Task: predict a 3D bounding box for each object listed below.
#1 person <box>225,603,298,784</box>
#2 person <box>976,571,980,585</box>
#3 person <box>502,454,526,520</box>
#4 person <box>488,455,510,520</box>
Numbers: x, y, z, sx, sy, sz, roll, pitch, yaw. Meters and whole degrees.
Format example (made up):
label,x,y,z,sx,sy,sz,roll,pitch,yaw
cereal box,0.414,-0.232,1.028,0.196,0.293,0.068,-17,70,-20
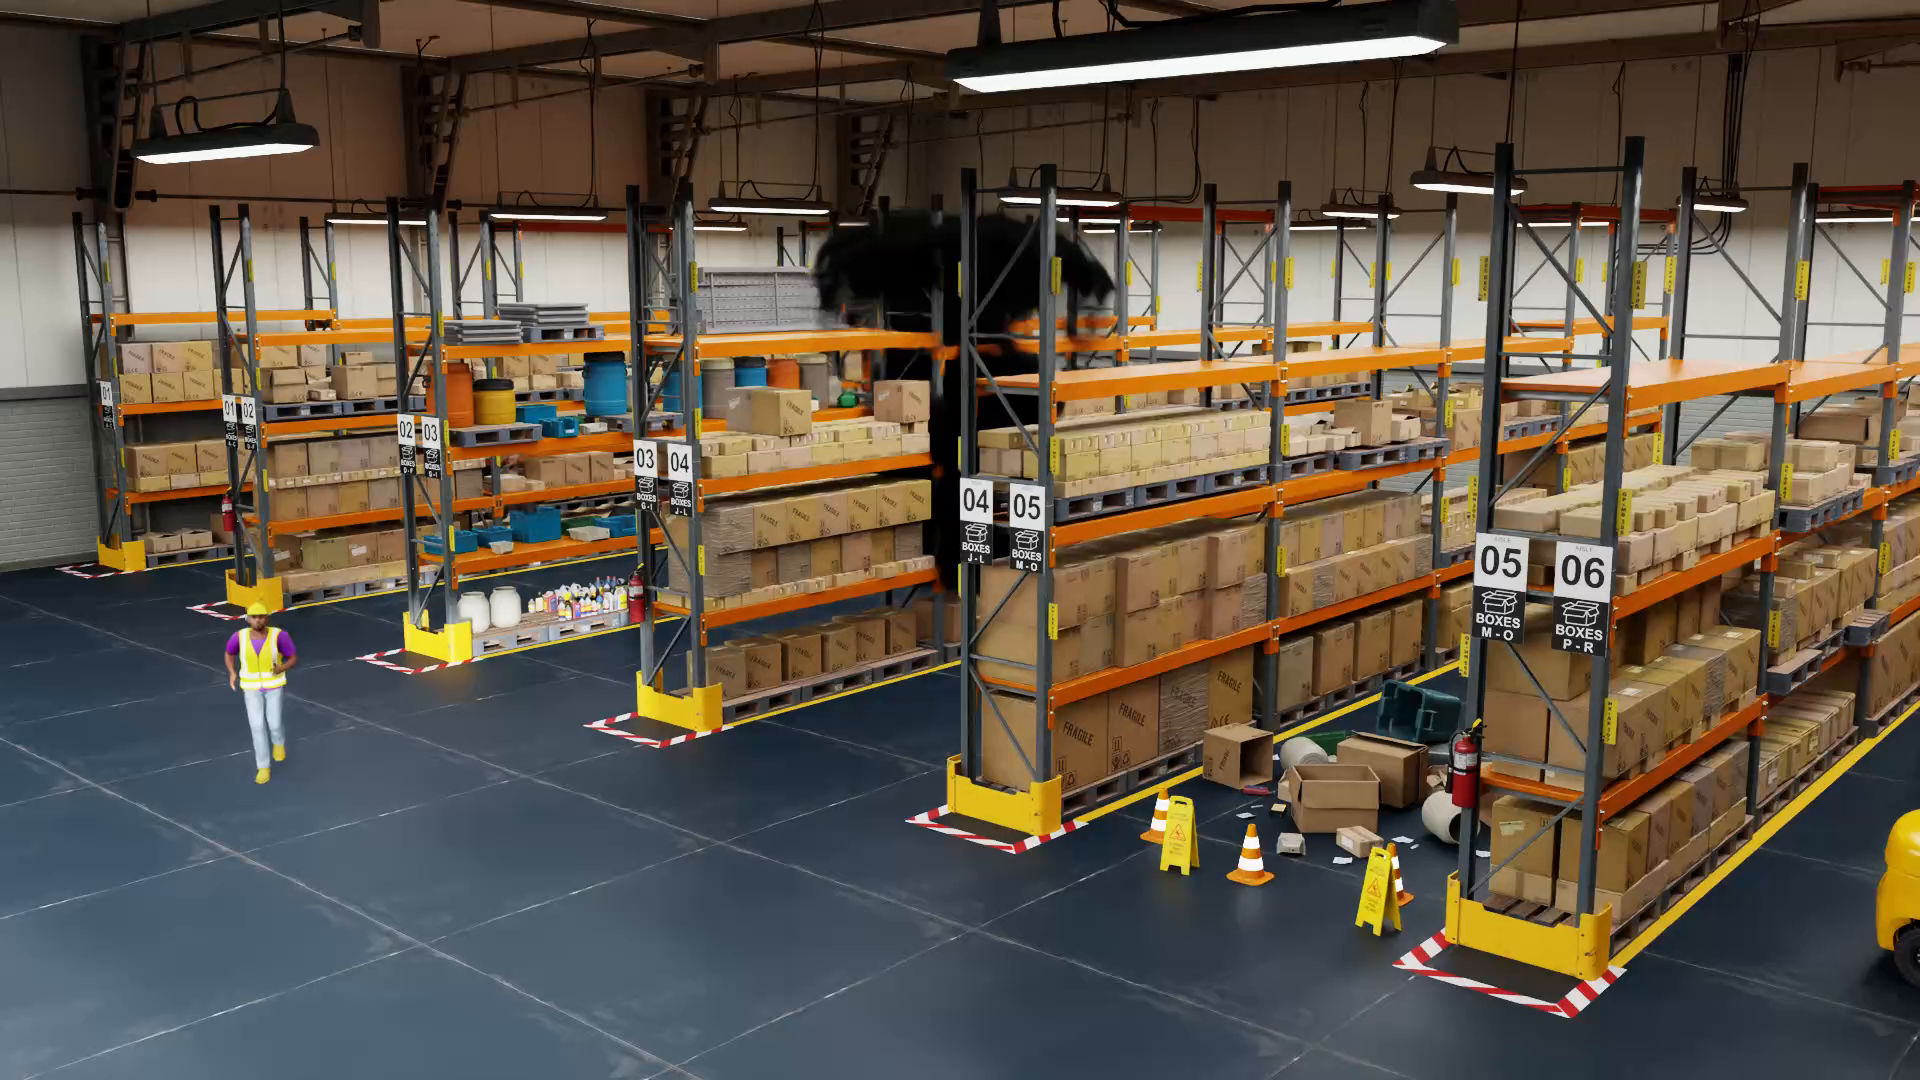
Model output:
label,x,y,z,sx,sy,sz,roll,pitch,yaw
person,-7.089,1.502,16.913,0.698,1.774,0.853,-3,10,-18
person,0.157,-0.049,24.633,0.672,1.817,0.827,7,12,37
person,-8.109,-0.693,30.175,0.705,1.727,0.661,7,12,34
person,-8.561,-0.806,31.022,0.649,1.682,0.564,4,10,24
